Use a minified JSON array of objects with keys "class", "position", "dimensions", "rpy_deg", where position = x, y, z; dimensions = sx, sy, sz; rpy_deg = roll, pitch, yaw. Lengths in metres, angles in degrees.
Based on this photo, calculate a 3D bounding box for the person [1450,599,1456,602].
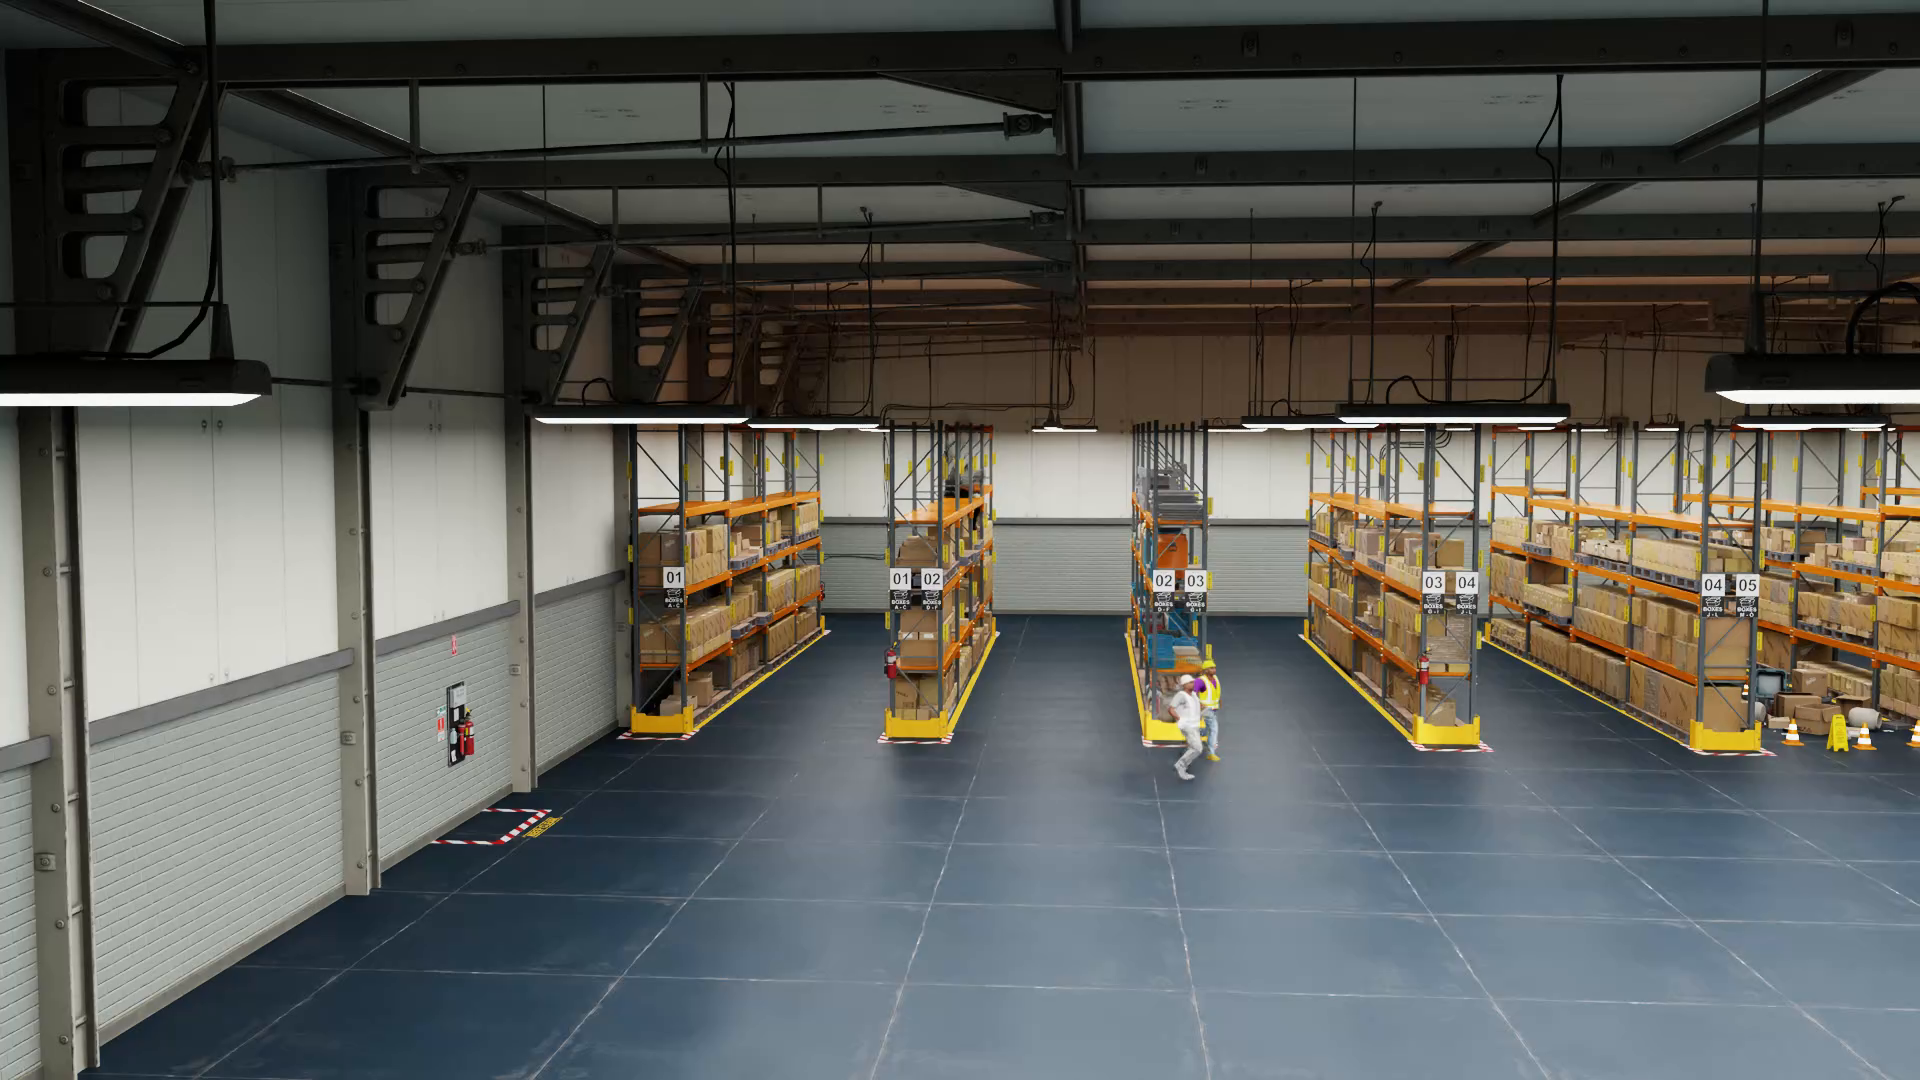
[{"class":"person","position":[13.972,1.887,46.809],"dimensions":[0.876,1.808,0.686],"rpy_deg":[-3,5,-43]}]

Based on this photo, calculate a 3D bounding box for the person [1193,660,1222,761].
[{"class":"person","position":[4.329,2.989,29.426],"dimensions":[0.771,1.757,0.715],"rpy_deg":[3,5,42]}]

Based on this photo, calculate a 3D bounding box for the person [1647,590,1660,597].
[{"class":"person","position":[19.707,1.921,47.343],"dimensions":[0.622,1.640,0.619],"rpy_deg":[1,4,16]}]

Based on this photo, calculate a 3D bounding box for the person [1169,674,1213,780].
[{"class":"person","position":[3.836,3.097,27.475],"dimensions":[0.610,1.742,0.667],"rpy_deg":[2,4,29]}]
